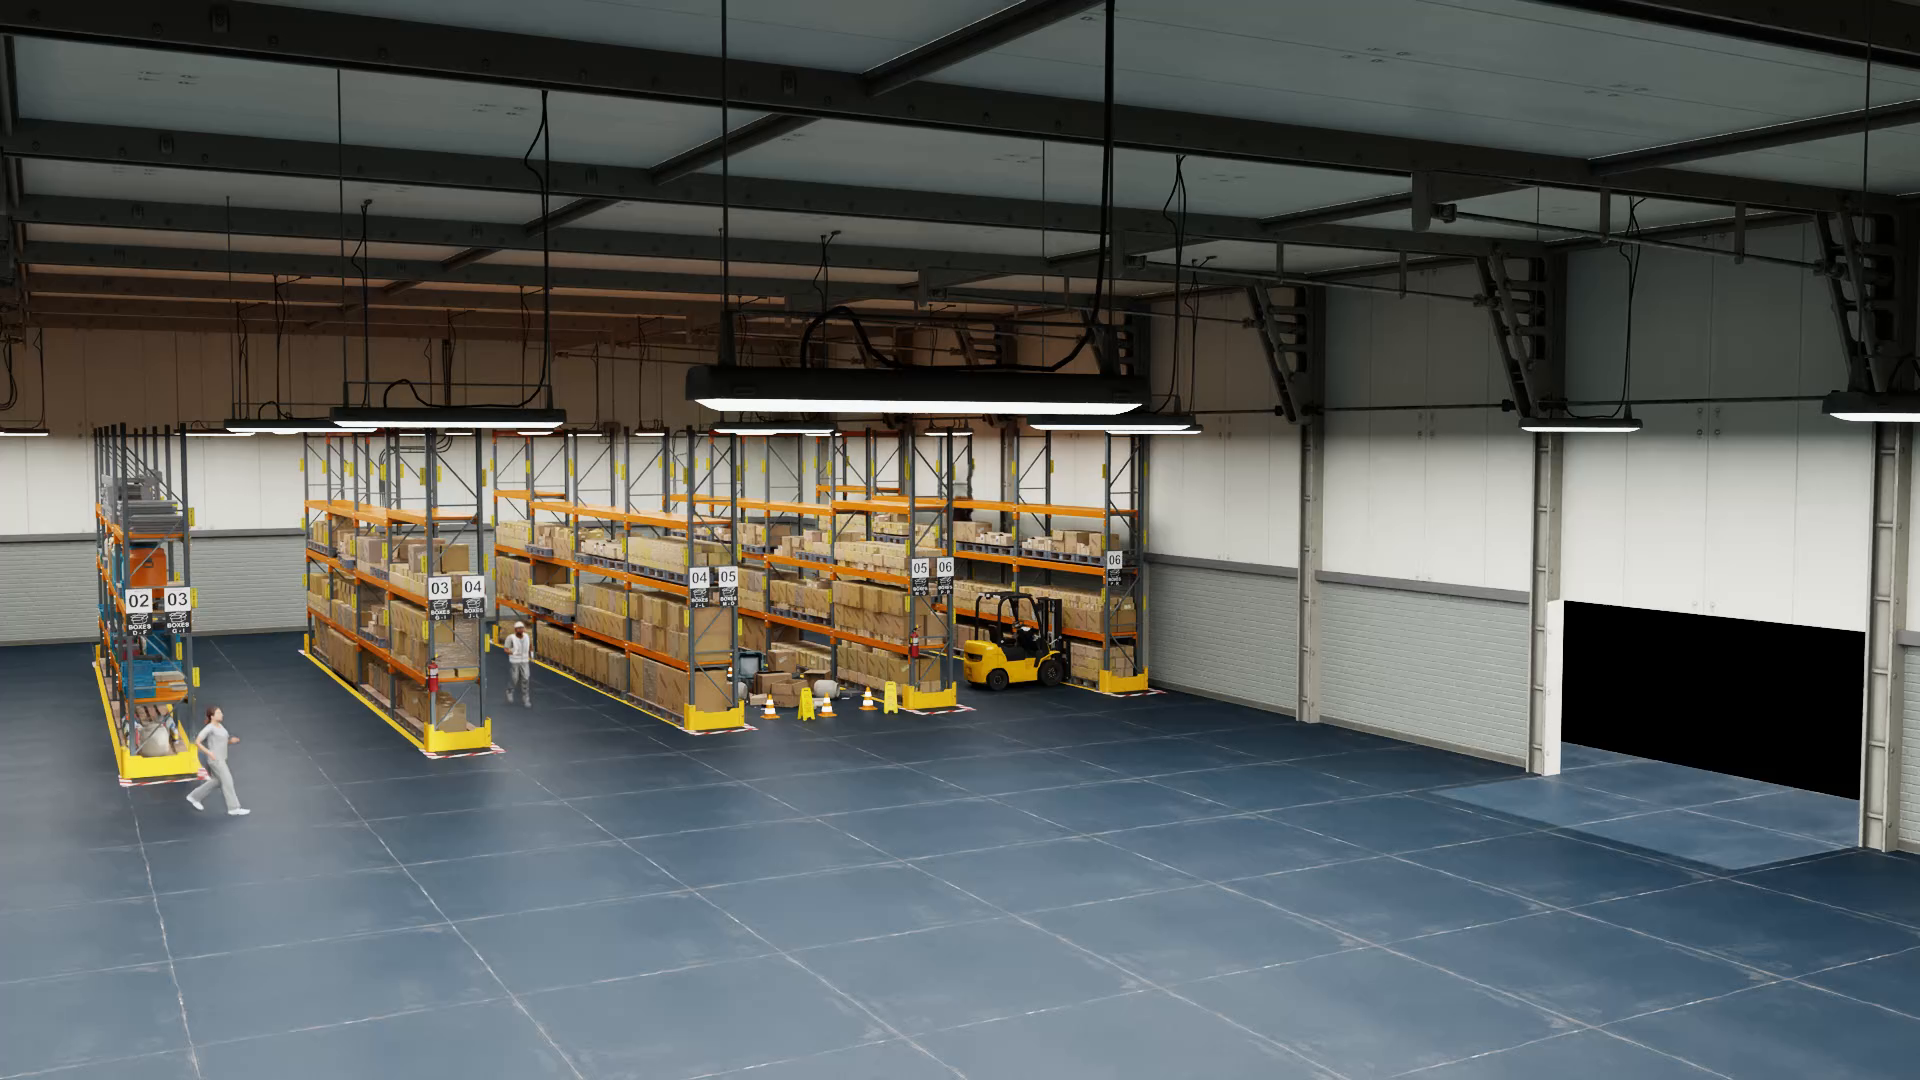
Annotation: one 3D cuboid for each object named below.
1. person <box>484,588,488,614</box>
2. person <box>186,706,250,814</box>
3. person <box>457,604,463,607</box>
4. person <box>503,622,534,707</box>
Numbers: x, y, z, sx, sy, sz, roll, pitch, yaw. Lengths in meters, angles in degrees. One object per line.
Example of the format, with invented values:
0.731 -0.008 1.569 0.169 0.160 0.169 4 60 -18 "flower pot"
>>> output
-13.820 2.085 47.774 0.698 1.487 0.451 3 5 42 "person"
-11.286 3.340 25.228 0.964 1.649 0.570 0 3 -5 "person"
-13.983 2.139 45.782 0.659 1.624 0.602 0 3 -3 "person"
-9.498 2.655 35.814 0.706 1.809 0.875 -3 4 -37 "person"
